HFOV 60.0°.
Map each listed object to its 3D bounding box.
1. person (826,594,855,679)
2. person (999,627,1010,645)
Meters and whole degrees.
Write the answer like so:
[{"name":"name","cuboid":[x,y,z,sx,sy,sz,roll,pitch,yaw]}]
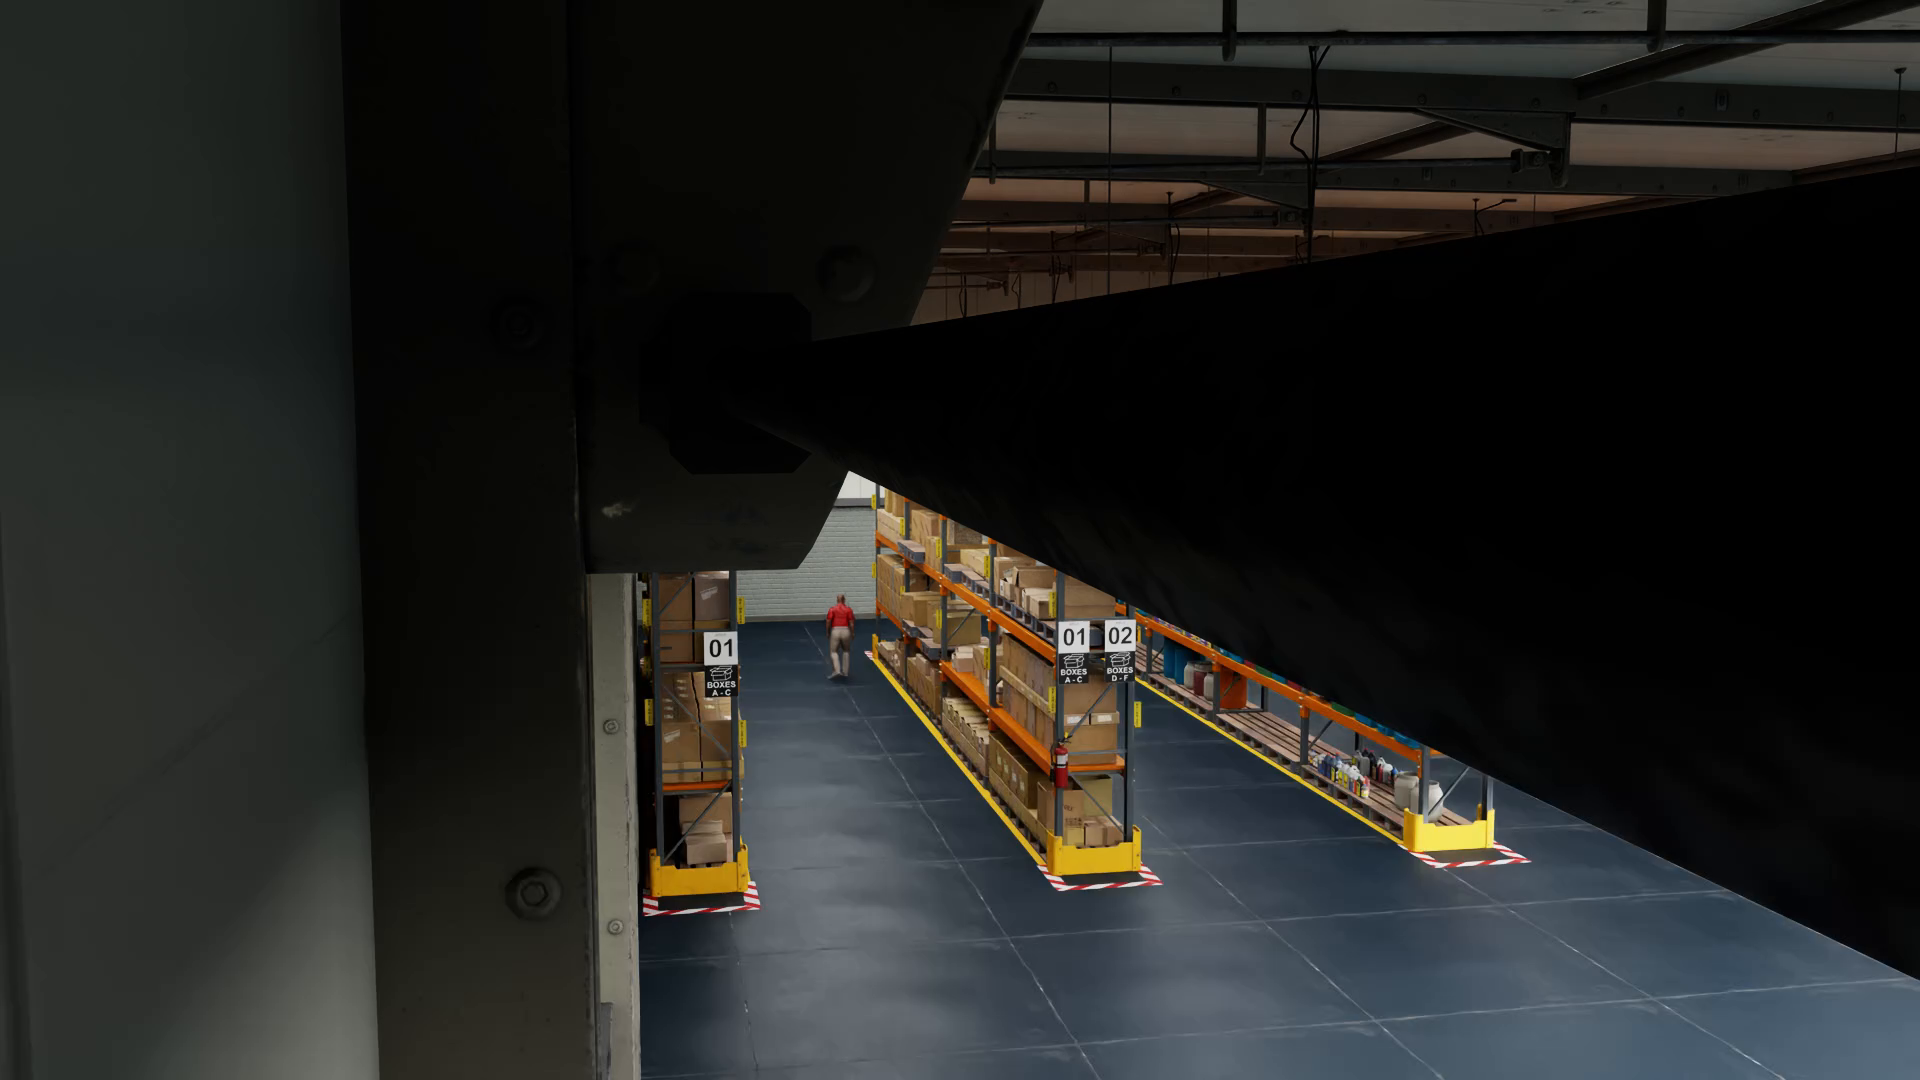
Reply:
[{"name":"person","cuboid":[-2.445,1.984,34.223,0.604,1.712,0.587,-1,6,-10]},{"name":"person","cuboid":[1.041,2.171,32.605,0.500,1.603,1.022,-1,6,-13]}]
